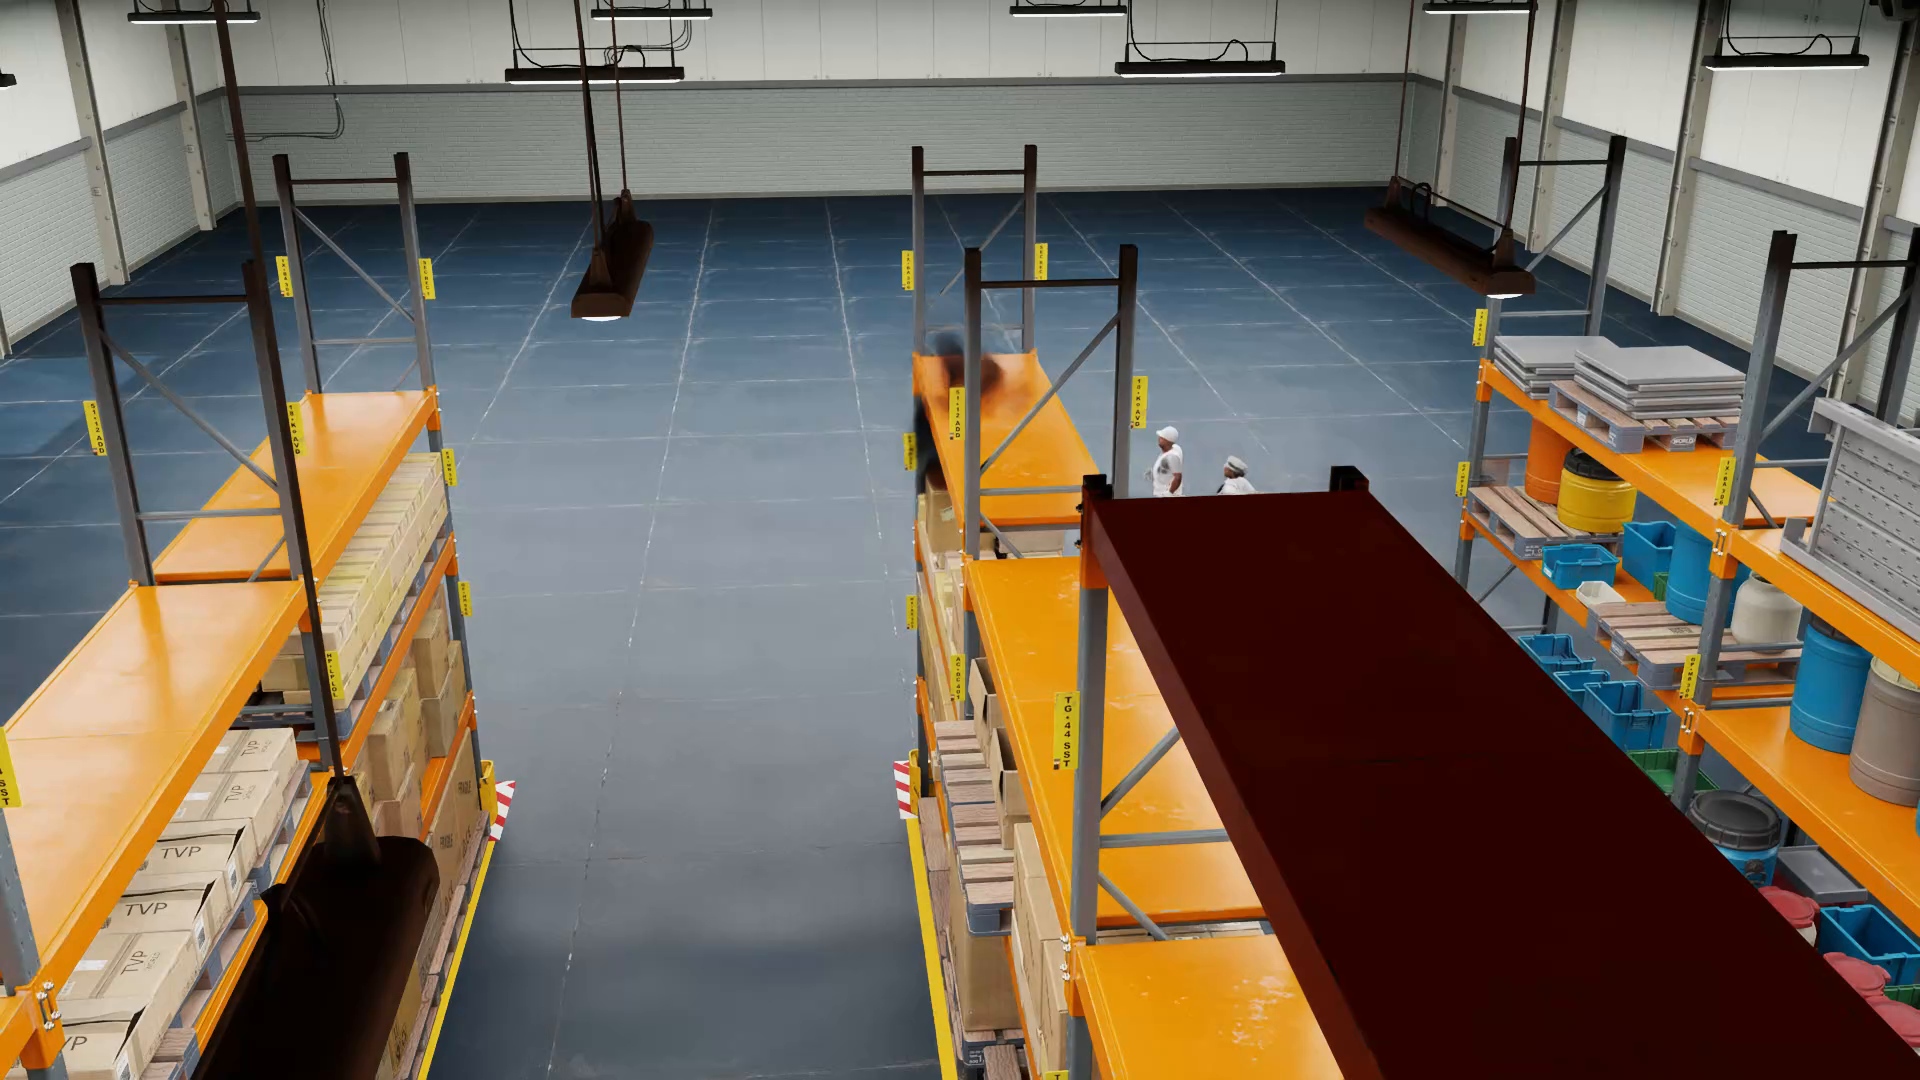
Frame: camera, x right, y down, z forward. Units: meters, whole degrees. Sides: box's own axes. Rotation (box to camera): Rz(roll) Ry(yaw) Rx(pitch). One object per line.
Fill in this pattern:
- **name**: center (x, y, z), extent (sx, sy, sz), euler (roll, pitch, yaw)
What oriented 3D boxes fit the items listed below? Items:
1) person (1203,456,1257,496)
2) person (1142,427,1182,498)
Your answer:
- **person**: center (3.217, -0.169, 19.740), extent (0.863, 1.729, 0.562), euler (8, 23, 19)
- **person**: center (2.519, -0.576, 20.691), extent (0.607, 1.744, 0.679), euler (8, 23, 19)
